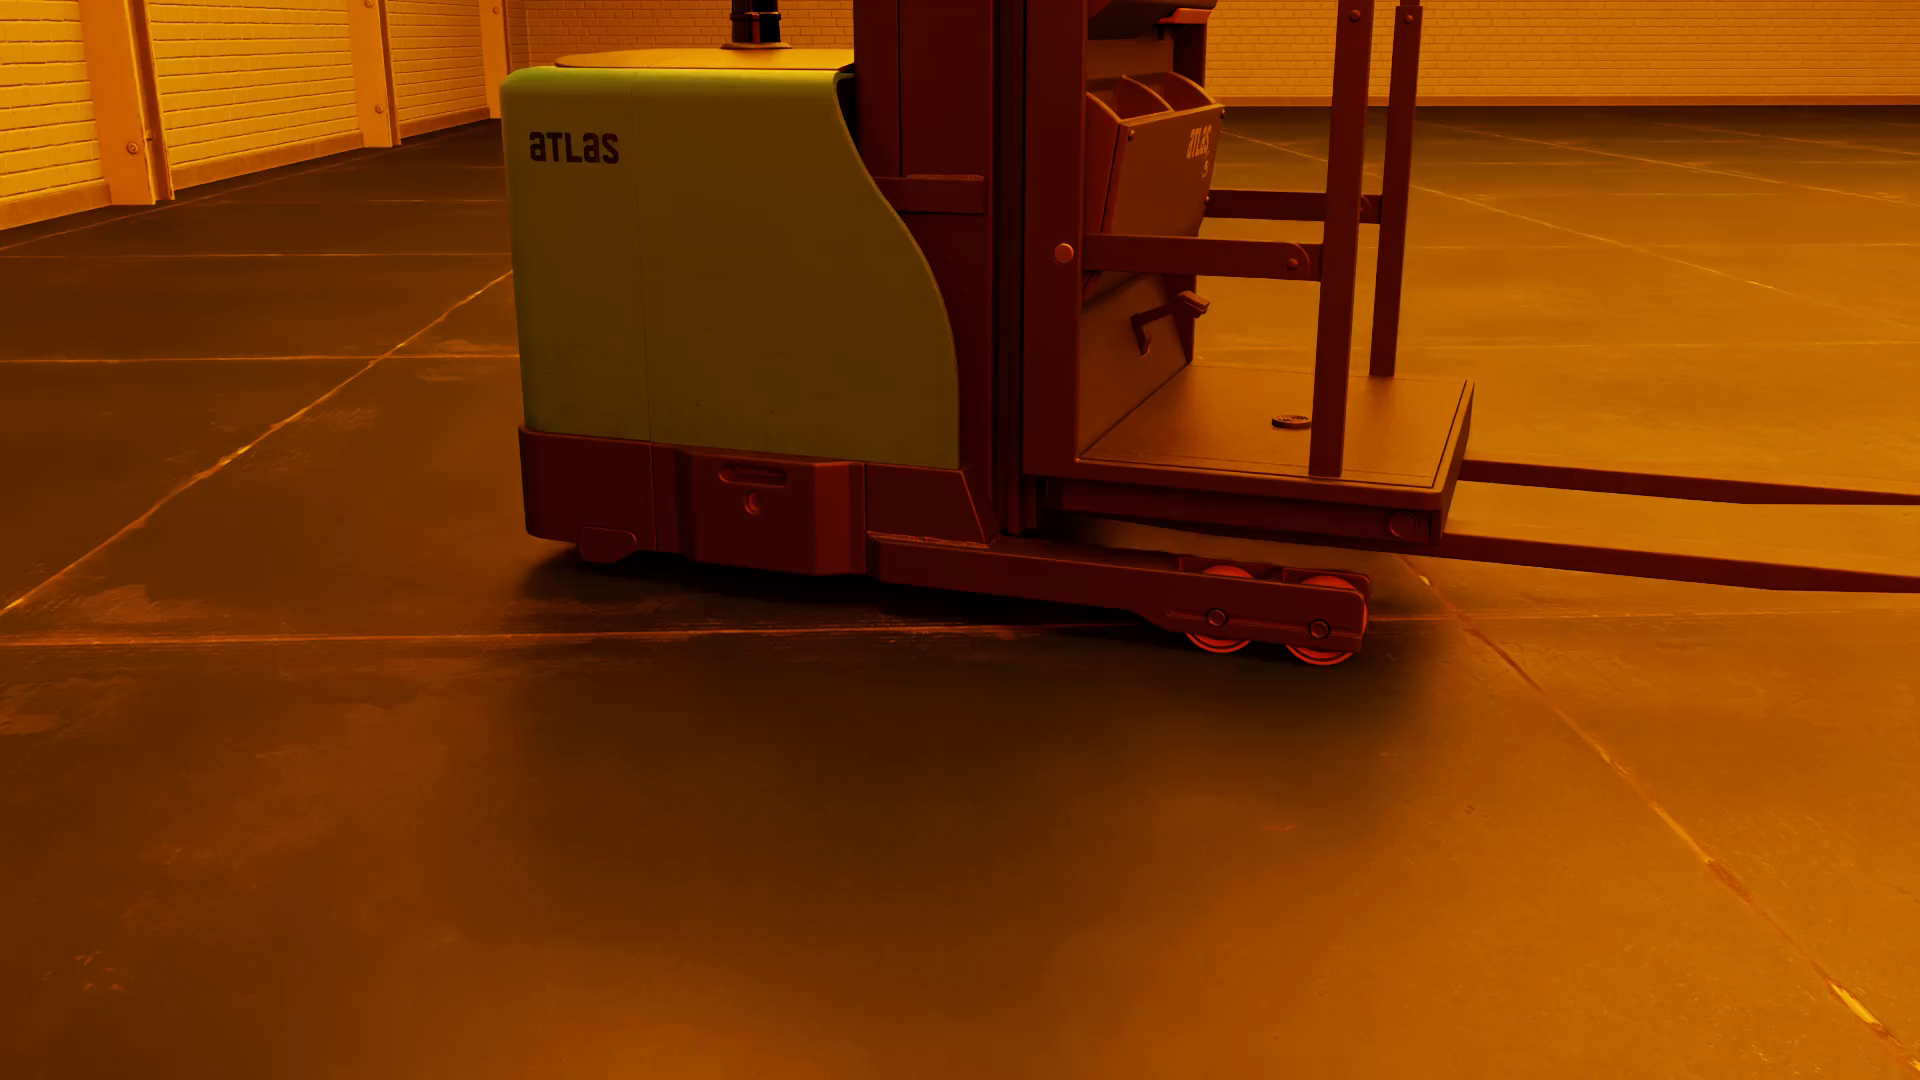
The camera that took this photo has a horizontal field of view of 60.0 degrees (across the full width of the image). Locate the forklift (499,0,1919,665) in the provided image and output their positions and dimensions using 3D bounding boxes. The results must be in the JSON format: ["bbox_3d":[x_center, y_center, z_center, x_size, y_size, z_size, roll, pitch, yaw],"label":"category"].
[{"bbox_3d":[0.592,-1.340,3.288,3.031,2.935,1.130,6,18,19],"label":"forklift"}]
